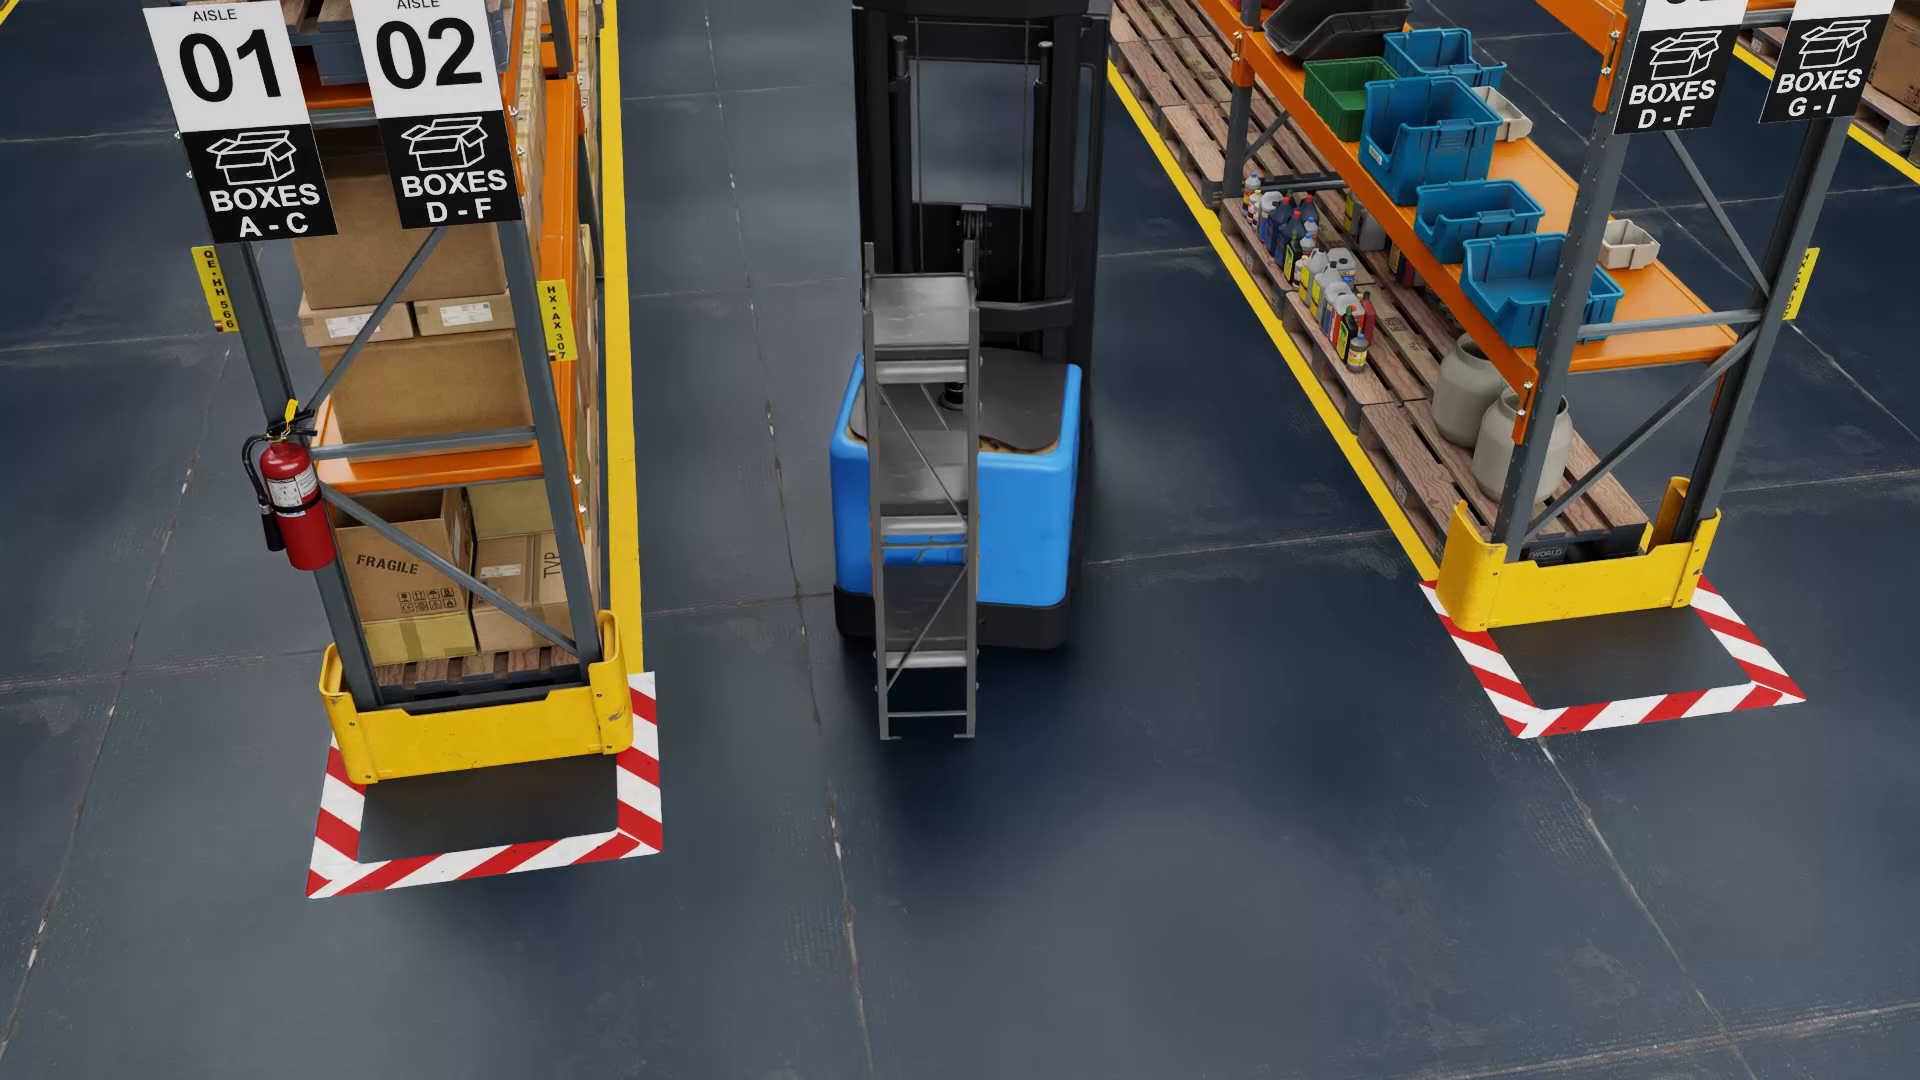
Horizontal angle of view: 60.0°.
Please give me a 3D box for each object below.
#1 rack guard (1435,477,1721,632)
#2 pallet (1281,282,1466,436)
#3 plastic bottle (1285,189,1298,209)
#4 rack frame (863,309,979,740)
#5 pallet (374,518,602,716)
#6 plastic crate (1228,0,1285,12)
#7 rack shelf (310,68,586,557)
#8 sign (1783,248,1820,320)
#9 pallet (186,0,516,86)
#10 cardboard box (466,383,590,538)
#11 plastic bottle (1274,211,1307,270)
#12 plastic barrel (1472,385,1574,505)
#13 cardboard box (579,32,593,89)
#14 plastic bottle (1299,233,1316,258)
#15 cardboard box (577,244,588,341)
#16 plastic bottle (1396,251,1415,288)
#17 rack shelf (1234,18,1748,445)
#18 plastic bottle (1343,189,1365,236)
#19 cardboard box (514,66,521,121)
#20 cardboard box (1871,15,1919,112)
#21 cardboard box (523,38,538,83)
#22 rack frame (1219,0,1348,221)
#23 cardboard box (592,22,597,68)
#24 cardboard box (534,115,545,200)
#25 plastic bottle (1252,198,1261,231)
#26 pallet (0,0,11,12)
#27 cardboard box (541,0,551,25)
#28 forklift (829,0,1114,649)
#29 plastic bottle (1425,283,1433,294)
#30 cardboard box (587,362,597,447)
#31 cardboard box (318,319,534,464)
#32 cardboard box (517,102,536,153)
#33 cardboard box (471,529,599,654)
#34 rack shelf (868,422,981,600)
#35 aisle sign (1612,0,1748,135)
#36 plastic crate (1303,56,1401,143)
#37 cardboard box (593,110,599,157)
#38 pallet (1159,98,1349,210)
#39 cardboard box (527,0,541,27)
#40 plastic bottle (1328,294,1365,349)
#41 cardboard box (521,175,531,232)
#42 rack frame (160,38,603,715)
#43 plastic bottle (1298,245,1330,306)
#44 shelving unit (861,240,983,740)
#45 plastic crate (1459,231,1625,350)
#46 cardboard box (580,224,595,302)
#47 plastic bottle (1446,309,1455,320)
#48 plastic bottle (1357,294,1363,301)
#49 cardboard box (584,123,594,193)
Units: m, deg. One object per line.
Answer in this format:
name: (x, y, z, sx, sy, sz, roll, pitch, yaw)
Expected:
rack guard: (2.832, 0.064, 7.661, 1.175, 0.500, 0.348, -6, 38, -8)
pallet: (2.484, -1.049, 9.328, 1.003, 0.211, 1.213, -6, 38, -8)
plastic bottle: (2.003, -1.980, 10.109, 0.061, 0.283, 0.133, -6, 38, -8)
rack frame: (-0.136, 0.024, 6.407, 0.400, 2.100, 0.015, -1, 39, -2)
pallet: (-2.161, 0.292, 7.602, 1.003, 0.211, 1.213, -6, 38, -8)
plastic crate: (1.804, -3.584, 10.265, 0.402, 0.464, 0.583, -6, 38, -8)
rack shelf: (-2.336, -1.276, 7.934, 1.077, 0.370, 4.000, -6, 38, -8)
sign: (3.434, -1.049, 6.829, 0.100, 0.325, 0.005, -6, 38, -8)
pallet: (-2.084, -1.932, 5.818, 1.003, 0.211, 1.213, -6, 38, -8)
cardboard box: (-1.950, -0.378, 7.479, 0.500, 0.500, 0.500, -6, 38, -8)
plastic bottle: (1.956, -1.780, 9.797, 0.144, 0.351, 0.185, -8, 39, -10)
plastic barrel: (2.701, -0.455, 7.977, 0.421, 0.512, 0.421, 0, 38, 0)
cardboard box: (-2.785, -3.274, 11.362, 0.500, 0.311, 0.500, -5, 38, -7)
plastic bottle: (2.019, -1.664, 9.712, 0.097, 0.271, 0.097, 0, 38, 0)
cardboard box: (-2.223, -1.283, 8.644, 0.500, 0.500, 0.500, -6, 38, -8)
plastic bottle: (2.597, -1.620, 9.646, 0.061, 0.283, 0.133, -6, 38, -8)
rack shelf: (2.541, -1.807, 8.617, 1.077, 0.370, 4.000, -6, 38, -8)
plastic bottle: (2.445, -2.053, 10.148, 0.144, 0.351, 0.185, -6, 38, -8)
cardboard box: (-2.339, -2.143, 7.325, 0.700, 0.500, 0.500, -6, 38, -8)
cardboard box: (6.980, -3.391, 11.749, 0.700, 0.500, 0.500, -9, 39, -11)
cardboard box: (-2.252, -2.308, 8.065, 0.380, 0.149, 0.250, -6, 38, -8)
rack frame: (2.190, -3.299, 9.951, 1.000, 3.000, 0.127, -6, 38, -8)
cardboard box: (-2.962, -3.662, 12.317, 0.500, 0.250, 0.500, -7, 38, -8)
cardboard box: (-2.420, -1.919, 8.094, 0.700, 0.500, 0.500, -6, 38, -7)
plastic bottle: (1.850, -2.005, 10.208, 0.097, 0.201, 0.097, 0, 38, 0)
pallet: (-8.539, -4.768, 14.115, 1.003, 0.211, 1.213, -6, 38, -8)
cardboard box: (-2.641, -3.226, 10.062, 0.380, 0.149, 0.250, -6, 38, -8)
forklift: (0.117, -1.565, 7.775, 1.130, 2.935, 3.031, 4, 38, 5)
plastic bottle: (2.749, -1.531, 9.598, 0.097, 0.201, 0.097, 0, 38, 0)
cardboard box: (-2.122, -0.686, 8.487, 0.500, 0.250, 0.500, -6, 38, -8)
cardboard box: (-2.055, -0.675, 6.492, 0.700, 0.500, 0.500, -6, 38, -8)
cardboard box: (-2.111, -1.836, 7.459, 0.380, 0.149, 0.250, -6, 38, -8)
cardboard box: (-1.861, 0.220, 7.321, 0.500, 0.250, 0.500, -6, 38, -8)
rack shelf: (-0.146, -0.118, 6.605, 0.431, 0.518, 0.480, -1, 39, -2)
aisle sign: (2.612, -1.834, 5.946, 0.394, 0.787, 0.004, -6, 38, -8)
plastic crate: (2.150, -2.365, 8.922, 0.450, 0.188, 0.662, -6, 38, -8)
cardboard box: (-2.696, -2.740, 11.131, 0.500, 0.250, 0.500, -7, 38, -9)
pallet: (2.014, -2.668, 11.412, 1.003, 0.211, 1.213, -6, 38, -8)
cardboard box: (-2.387, -2.773, 8.664, 0.380, 0.149, 0.250, -7, 38, -9)
plastic bottle: (2.121, -1.198, 9.109, 0.152, 0.276, 0.135, -6, 38, -8)
cardboard box: (-1.976, -1.371, 6.859, 0.380, 0.149, 0.250, -7, 38, -9)
rack frame: (-1.986, -0.352, 6.158, 1.000, 3.000, 0.127, -6, 38, -8)
plastic bottle: (2.031, -1.523, 9.466, 0.144, 0.351, 0.185, -7, 38, -8)
shelving unit: (-0.146, -0.129, 6.596, 0.431, 2.100, 0.503, -1, 39, -2)
plastic crate: (2.509, -1.094, 7.234, 0.499, 0.251, 0.616, -6, 38, -8)
cardboard box: (-2.391, -1.592, 9.653, 0.500, 0.250, 0.500, -6, 38, -8)
plastic bottle: (2.803, -1.375, 9.340, 0.097, 0.271, 0.097, 0, 38, 0)
plastic bottle: (2.216, -1.277, 9.271, 0.097, 0.201, 0.097, 0, 38, 0)
cardboard box: (-2.514, -2.346, 10.167, 0.500, 0.311, 0.500, -6, 38, -8)
